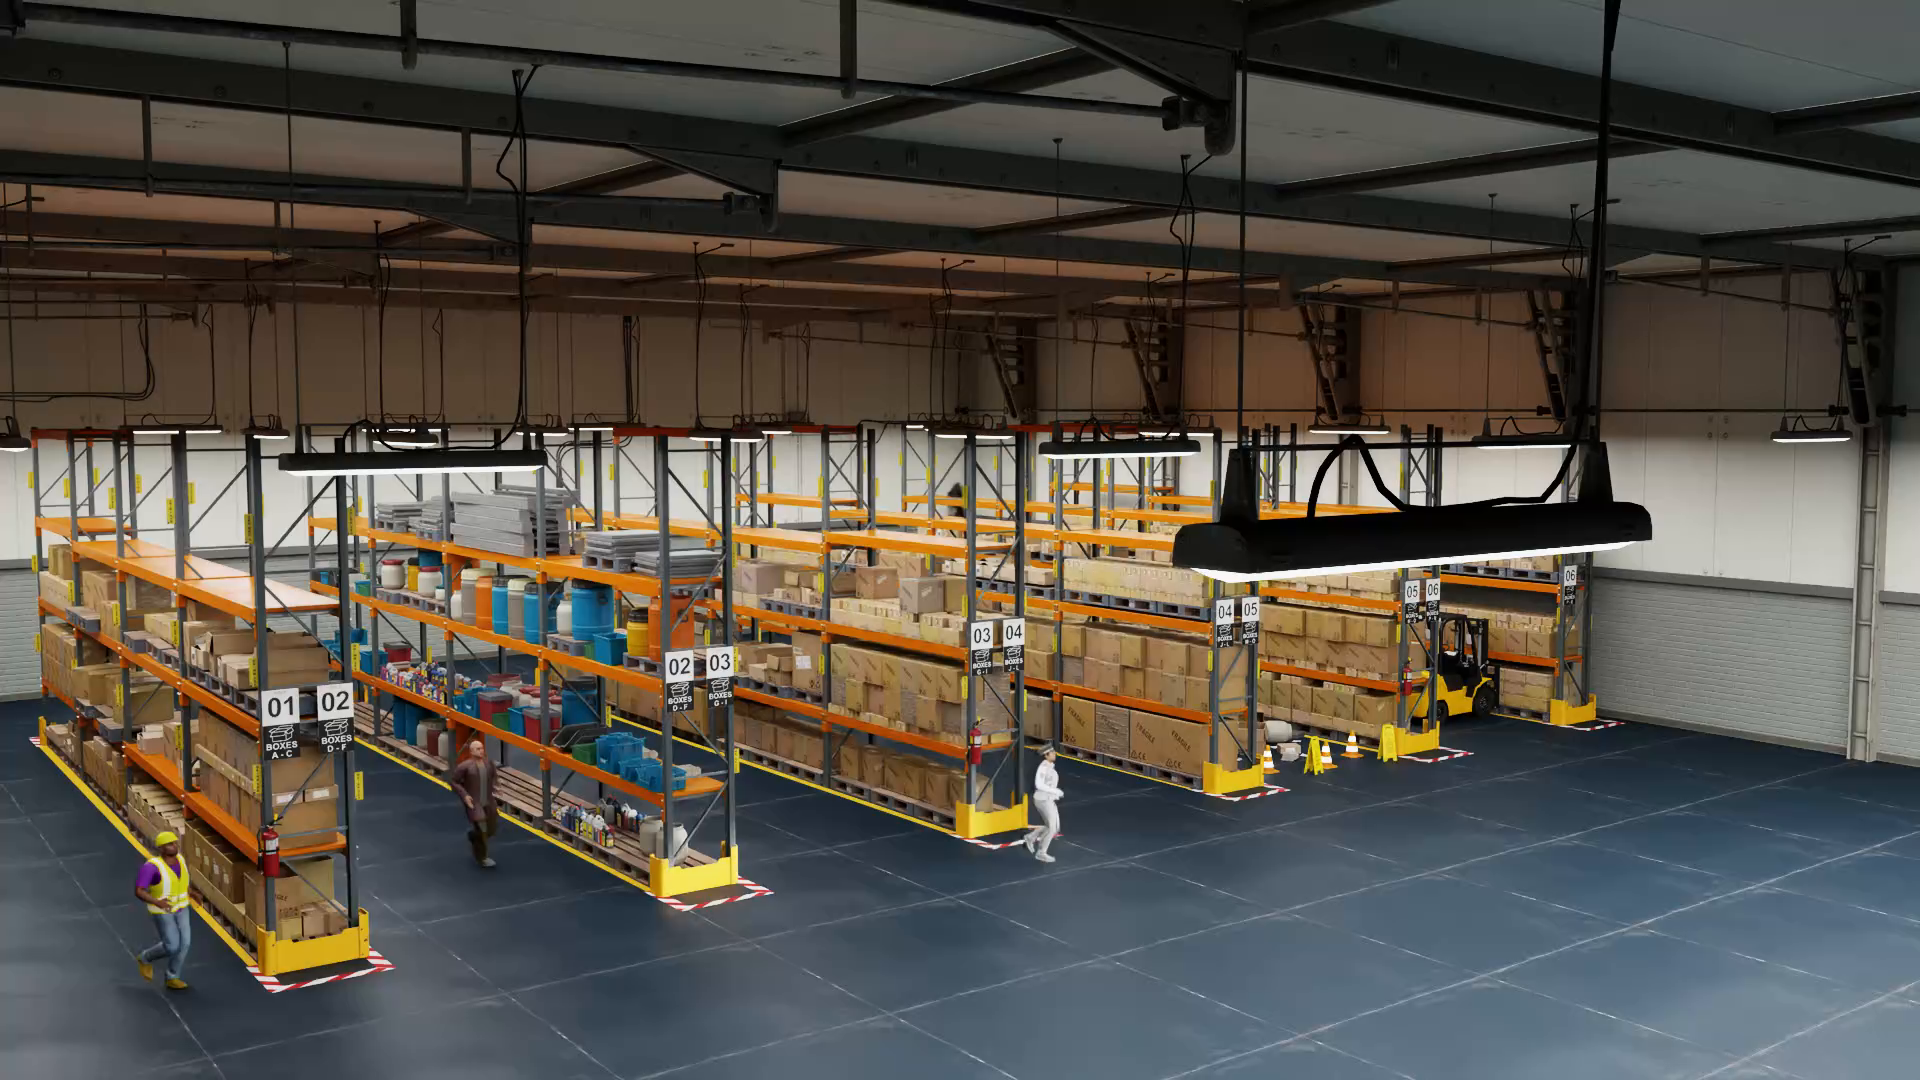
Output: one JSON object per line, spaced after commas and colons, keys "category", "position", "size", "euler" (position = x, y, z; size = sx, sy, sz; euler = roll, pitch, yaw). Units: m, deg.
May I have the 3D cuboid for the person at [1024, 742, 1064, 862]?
{"category": "person", "position": [1.202, 3.679, 23.476], "size": [0.596, 1.649, 0.644], "euler": [1, 5, 15]}

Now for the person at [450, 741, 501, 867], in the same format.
{"category": "person", "position": [-6.710, 3.647, 23.092], "size": [0.710, 1.735, 0.704], "euler": [4, 6, 41]}

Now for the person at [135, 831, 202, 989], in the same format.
{"category": "person", "position": [-8.696, 4.038, 18.221], "size": [0.605, 1.722, 0.694], "euler": [2, 5, 21]}
